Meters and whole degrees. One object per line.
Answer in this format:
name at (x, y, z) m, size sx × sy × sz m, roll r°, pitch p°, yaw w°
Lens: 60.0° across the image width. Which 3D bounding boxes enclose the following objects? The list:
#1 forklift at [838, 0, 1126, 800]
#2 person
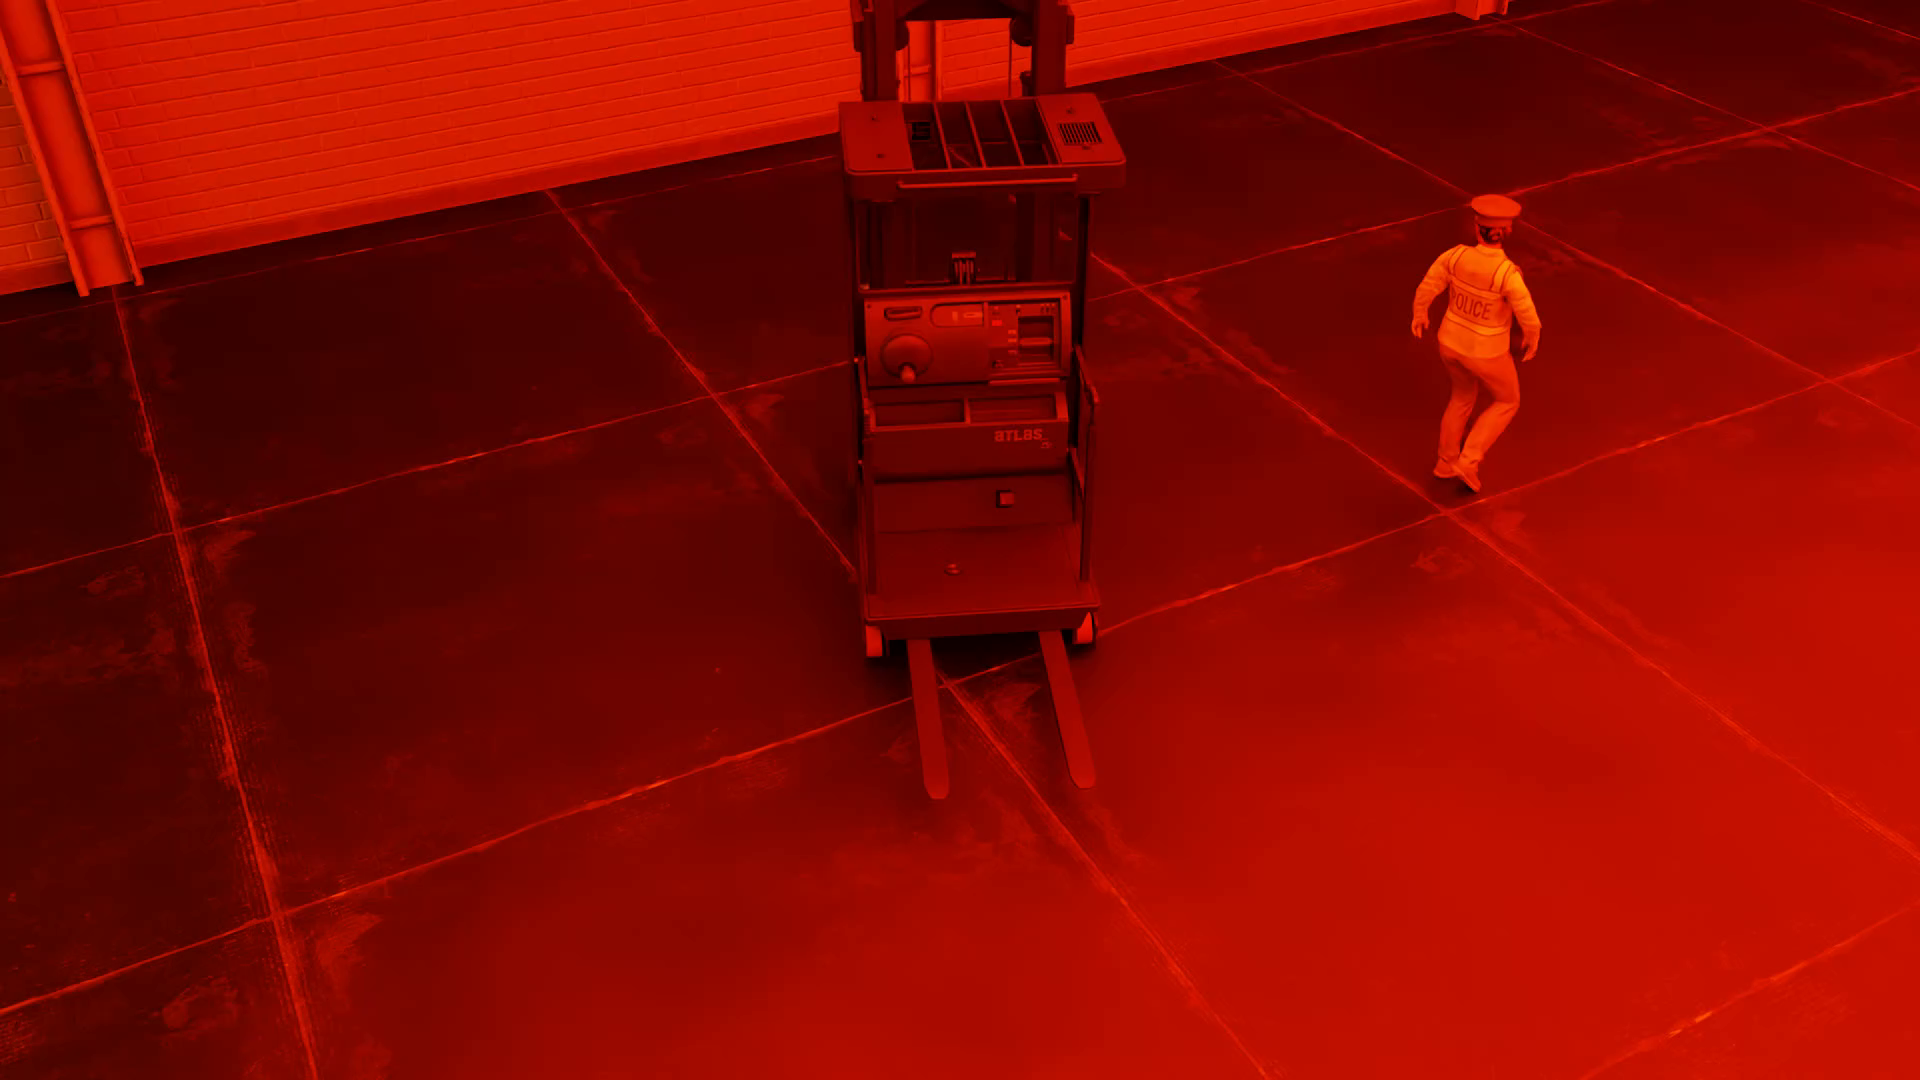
forklift at (0.061, -0.846, 7.320) m, size 1.130 × 2.935 × 3.031 m, roll -3°, pitch 35°, yaw -5°
person at (2.692, -1.032, 8.716) m, size 0.433 × 1.635 × 0.707 m, roll -23°, pitch 41°, yaw -29°
